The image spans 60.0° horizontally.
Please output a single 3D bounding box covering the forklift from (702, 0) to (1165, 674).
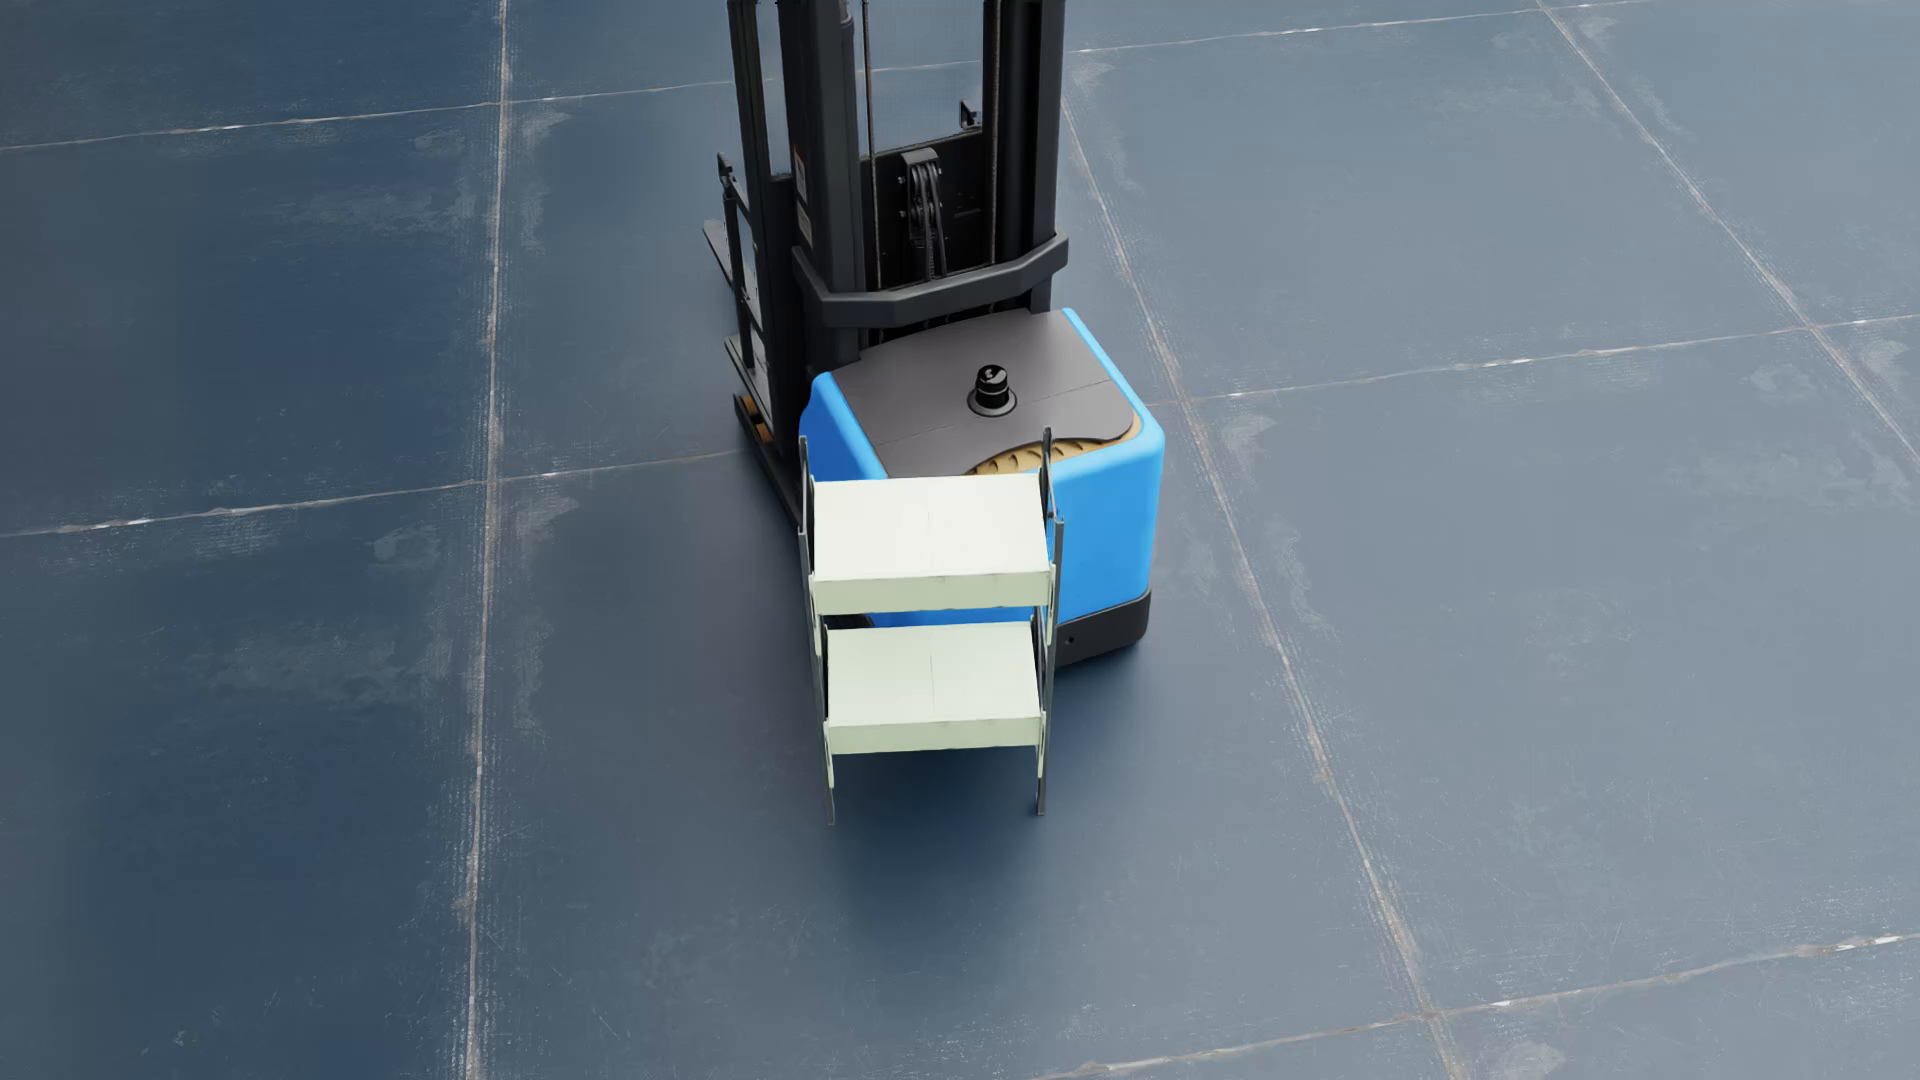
[{"bbox_3d":[-0.324,-1.465,6.126,1.130,2.935,3.031,-17,48,-16],"label":"forklift"}]

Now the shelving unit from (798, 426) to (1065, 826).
[{"bbox_3d":[-0.093,0.326,5.385,0.755,1.500,0.431,-2,48,-2],"label":"shelving unit"}]

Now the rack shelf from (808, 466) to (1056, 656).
[{"bbox_3d":[-0.092,0.063,5.097,0.720,0.370,0.431,-2,48,-2],"label":"rack shelf"}]

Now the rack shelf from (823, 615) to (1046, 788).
[{"bbox_3d":[-0.093,0.546,5.626,0.720,0.370,0.431,-2,48,-2],"label":"rack shelf"}]

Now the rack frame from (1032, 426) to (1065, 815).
[{"bbox_3d":[0.273,0.311,5.400,0.023,1.500,0.400,-2,48,-2],"label":"rack frame"}]

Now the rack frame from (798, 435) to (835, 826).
[{"bbox_3d":[-0.458,0.342,5.371,0.023,1.500,0.400,-2,48,-2],"label":"rack frame"}]
